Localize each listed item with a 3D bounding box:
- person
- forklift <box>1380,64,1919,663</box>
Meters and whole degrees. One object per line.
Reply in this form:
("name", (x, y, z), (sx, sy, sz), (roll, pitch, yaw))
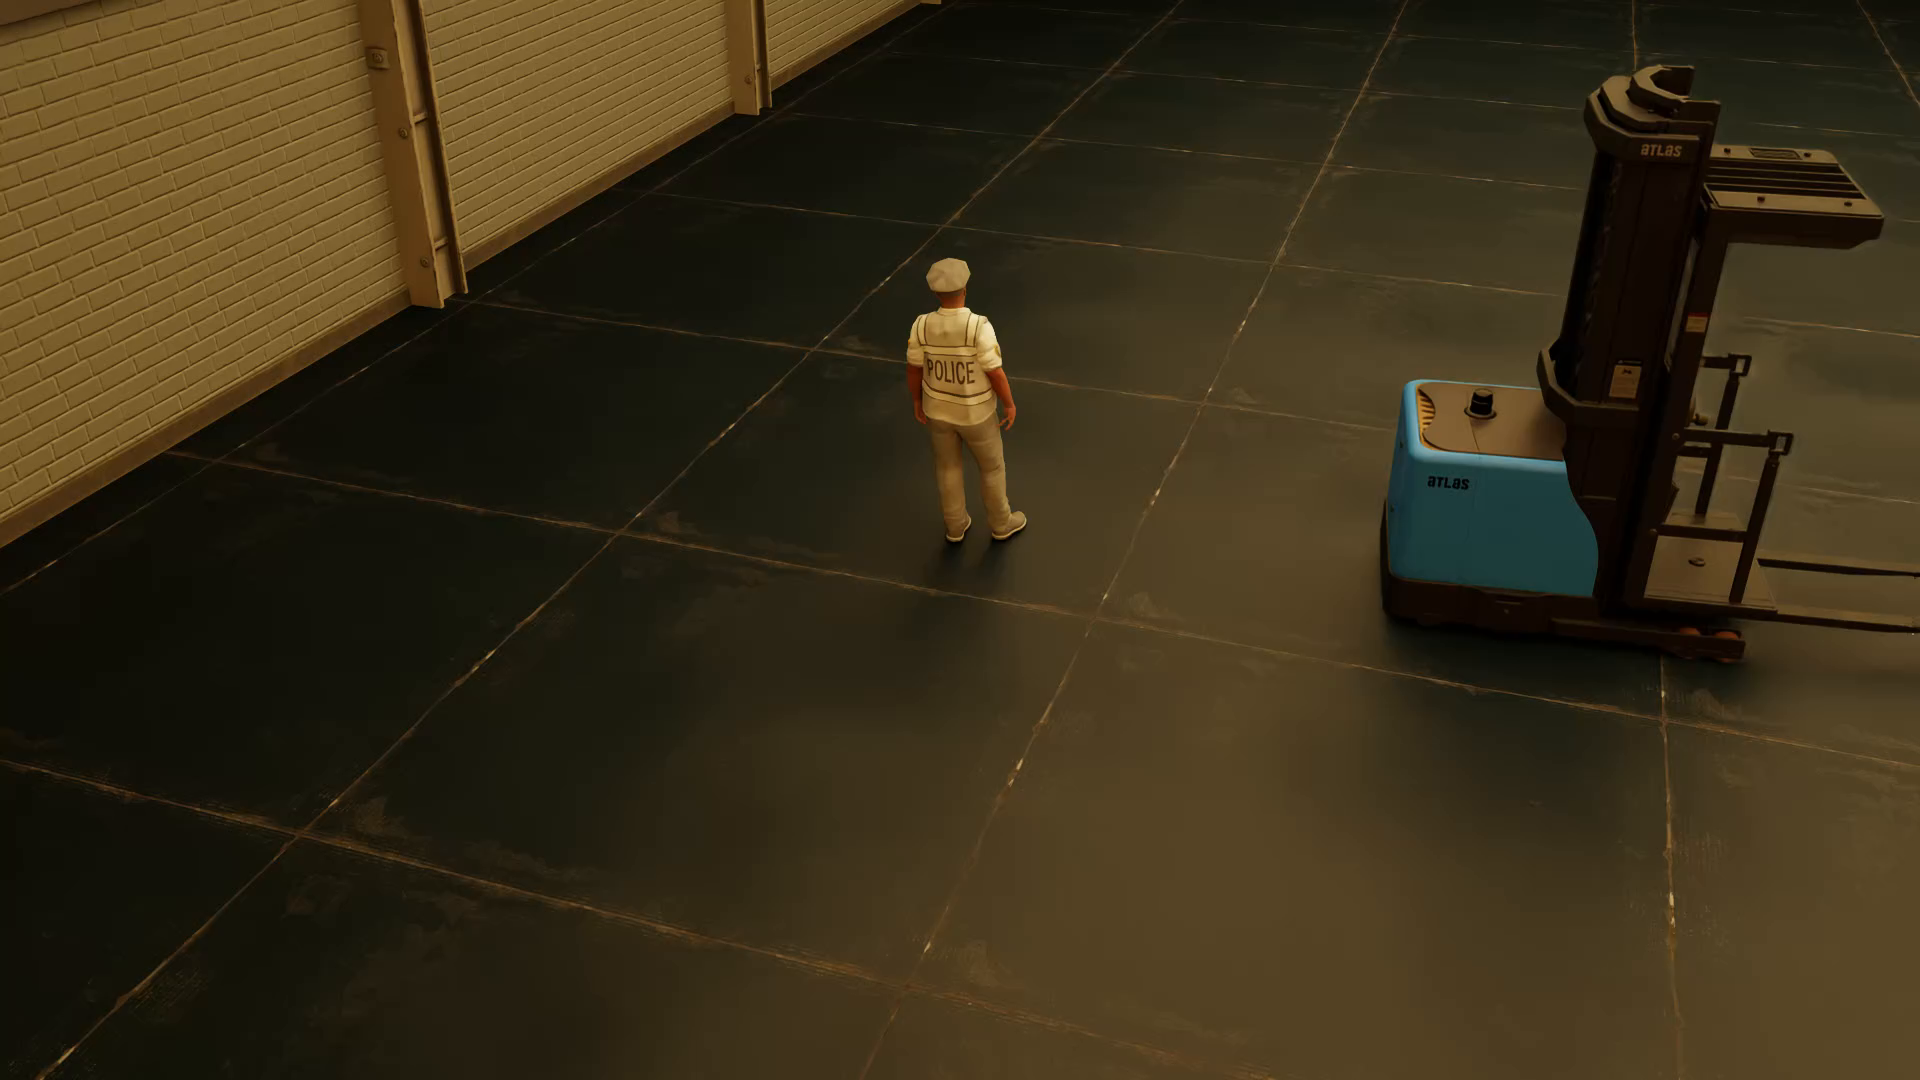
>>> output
("person", (0.037, -0.815, 9.712), (0.640, 1.781, 0.575), (10, 31, 16))
("forklift", (3.936, -0.901, 8.717), (3.031, 2.935, 1.130), (6, 30, 10))
